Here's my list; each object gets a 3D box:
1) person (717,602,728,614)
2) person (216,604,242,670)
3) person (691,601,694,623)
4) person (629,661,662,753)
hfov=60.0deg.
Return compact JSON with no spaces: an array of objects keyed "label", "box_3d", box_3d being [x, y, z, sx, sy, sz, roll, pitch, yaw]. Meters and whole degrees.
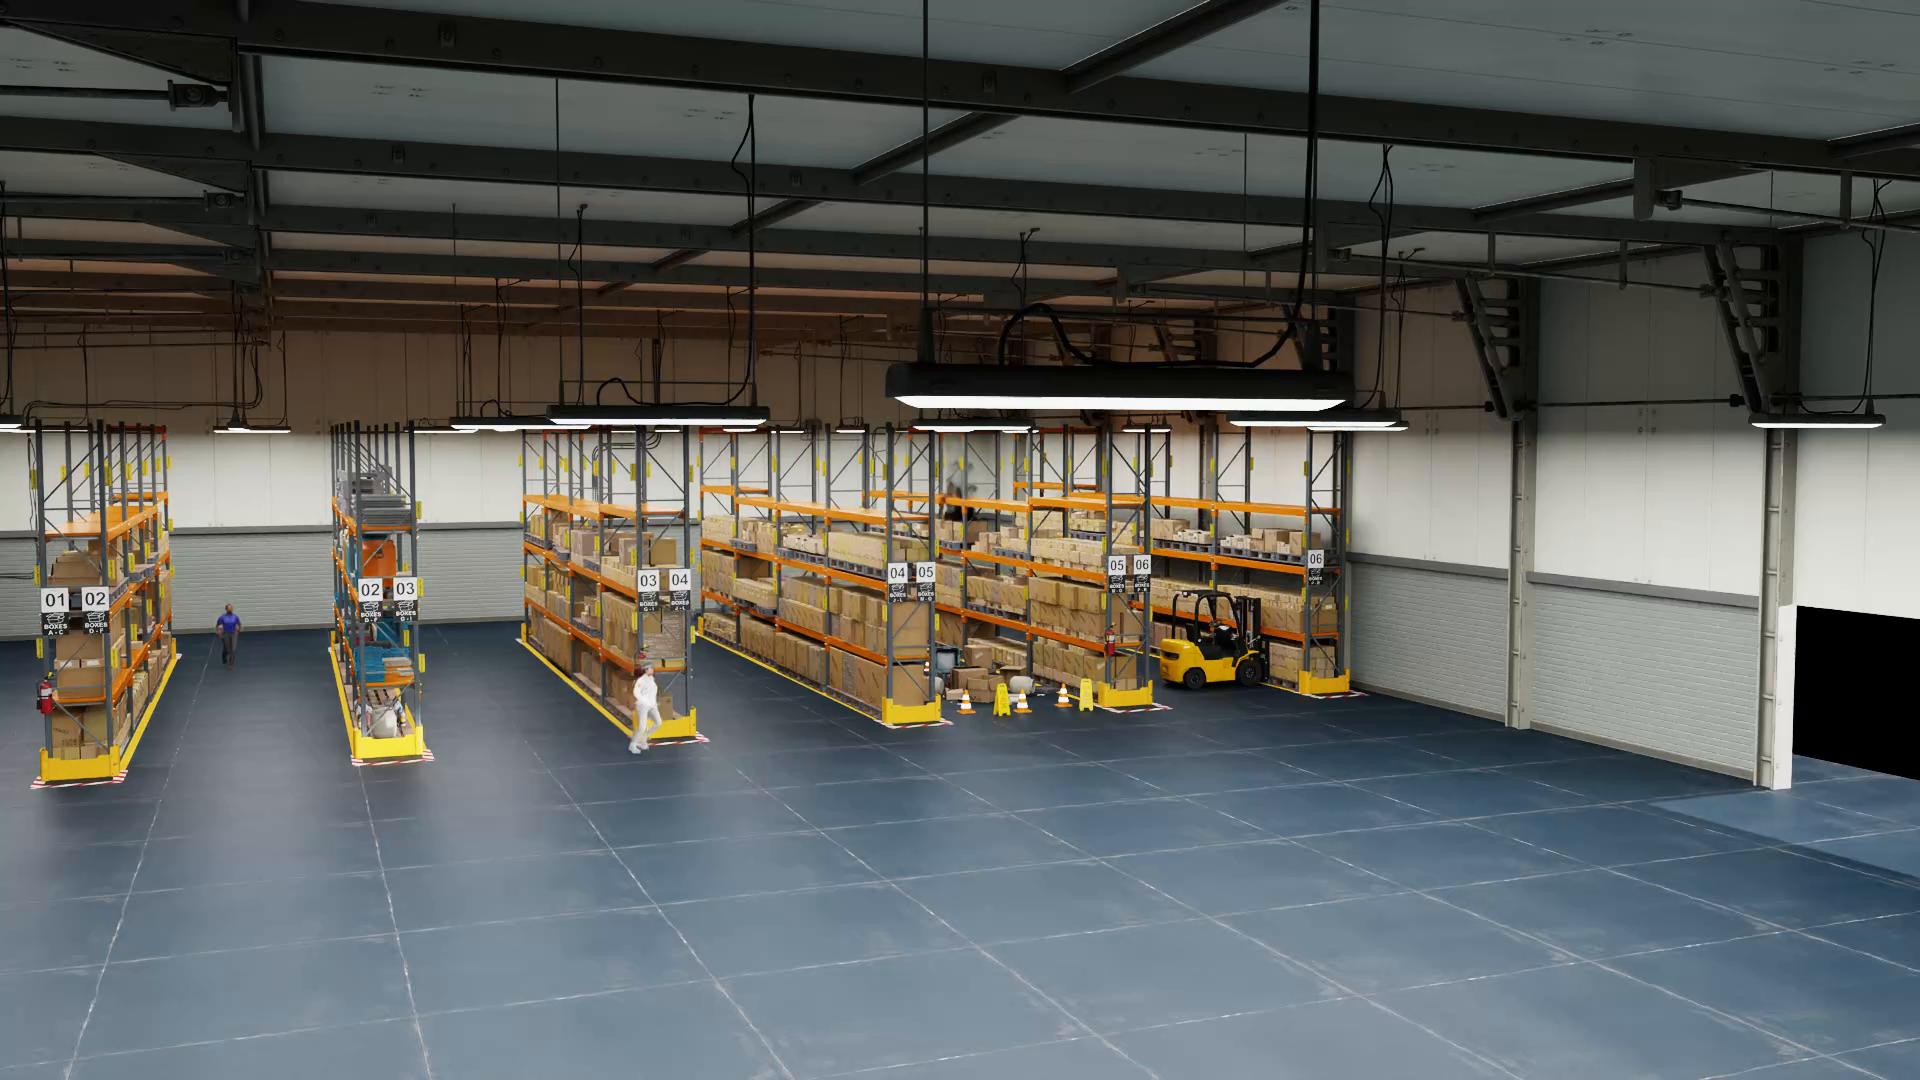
[{"label":"person","box_3d":[-7.084,1.734,49.470,0.844,1.808,0.683,-3,5,-43]},{"label":"person","box_3d":[-17.934,2.378,40.834,0.578,1.609,0.559,-2,4,-34]},{"label":"person","box_3d":[-7.326,2.136,44.186,0.581,1.638,0.785,-2,4,-23]},{"label":"person","box_3d":[-5.665,3.014,30.204,0.560,1.642,0.678,2,4,27]}]
